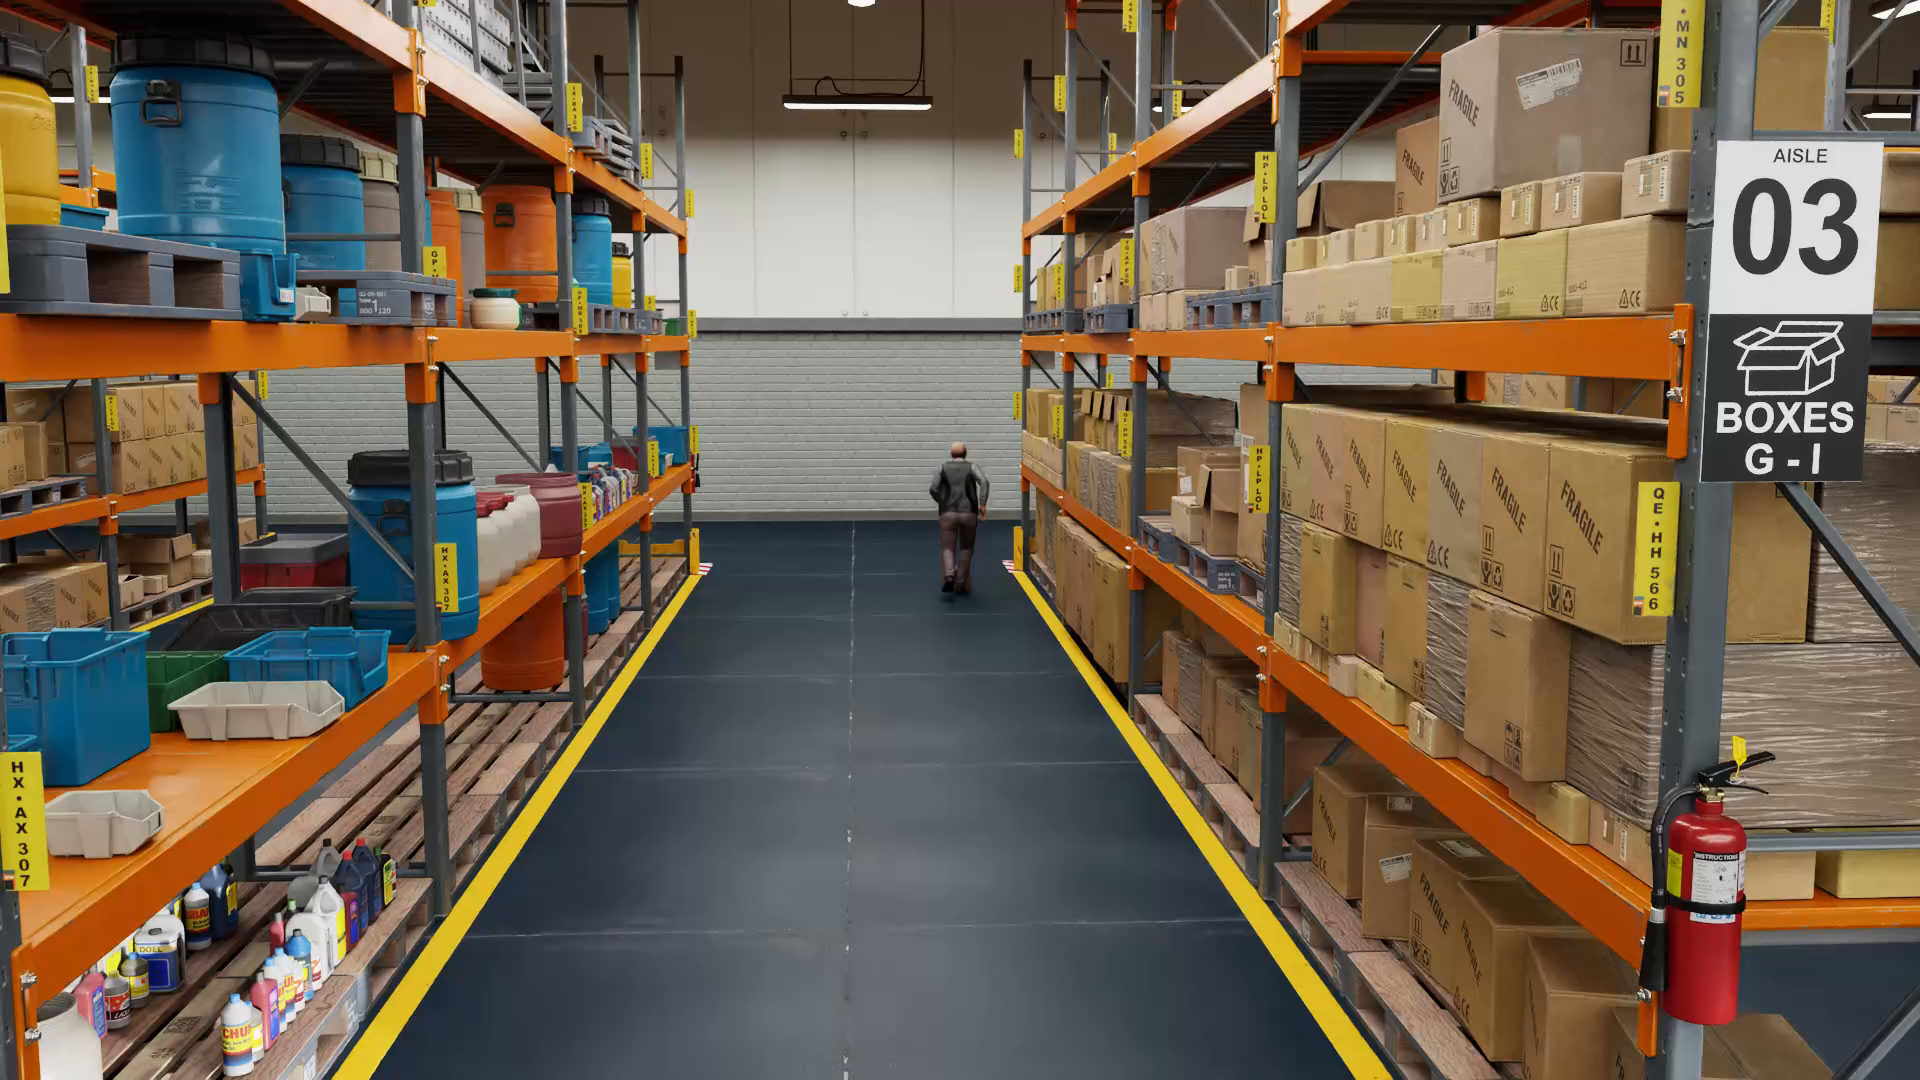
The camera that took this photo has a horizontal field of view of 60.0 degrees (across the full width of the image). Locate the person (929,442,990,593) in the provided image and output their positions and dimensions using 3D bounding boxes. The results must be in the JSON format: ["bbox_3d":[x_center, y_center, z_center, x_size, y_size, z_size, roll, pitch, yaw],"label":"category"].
[{"bbox_3d":[-0.005,-0.226,18.058,0.650,1.651,0.872,0,7,-3],"label":"person"}]
